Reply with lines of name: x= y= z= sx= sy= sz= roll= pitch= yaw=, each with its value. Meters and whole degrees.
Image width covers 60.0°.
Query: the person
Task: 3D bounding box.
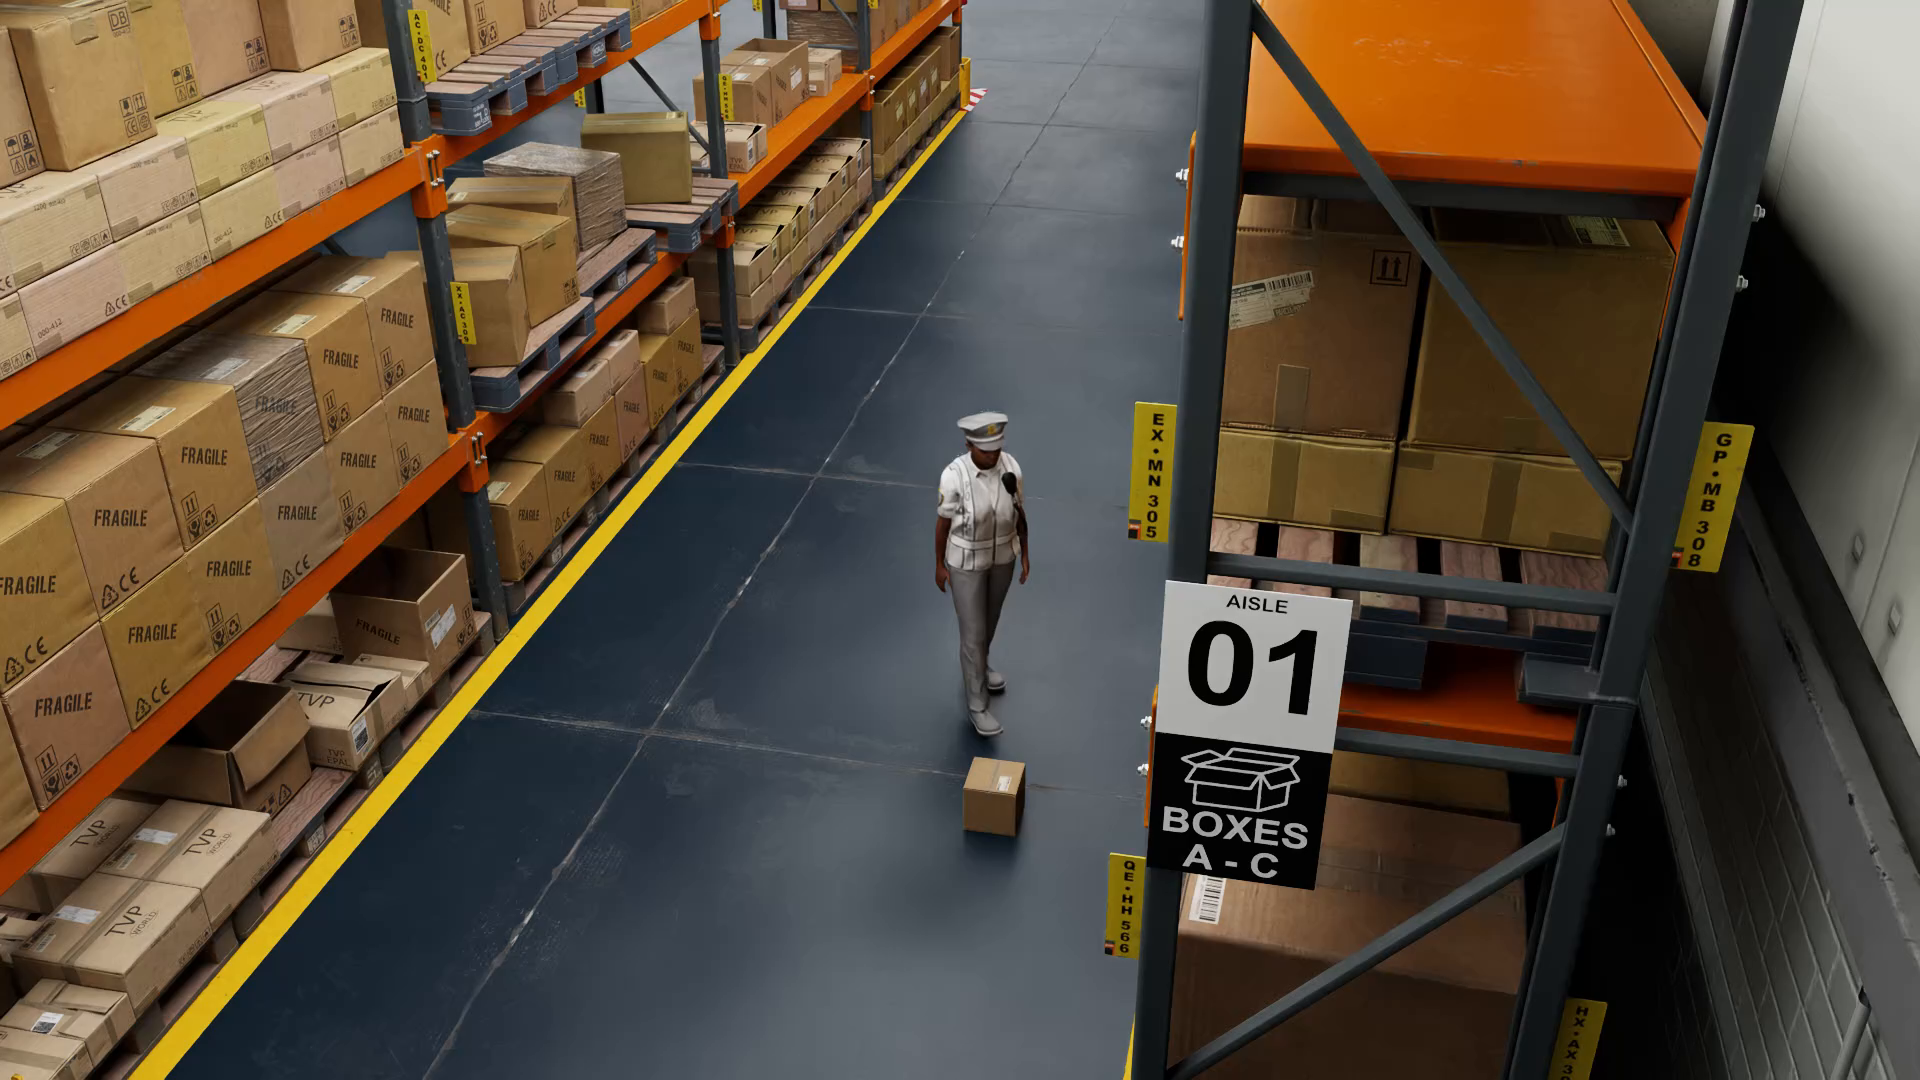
person: x=0.164 y=0.138 z=8.340 sx=0.471 sy=1.654 sz=0.707 roll=-14 pitch=32 yaw=-24
